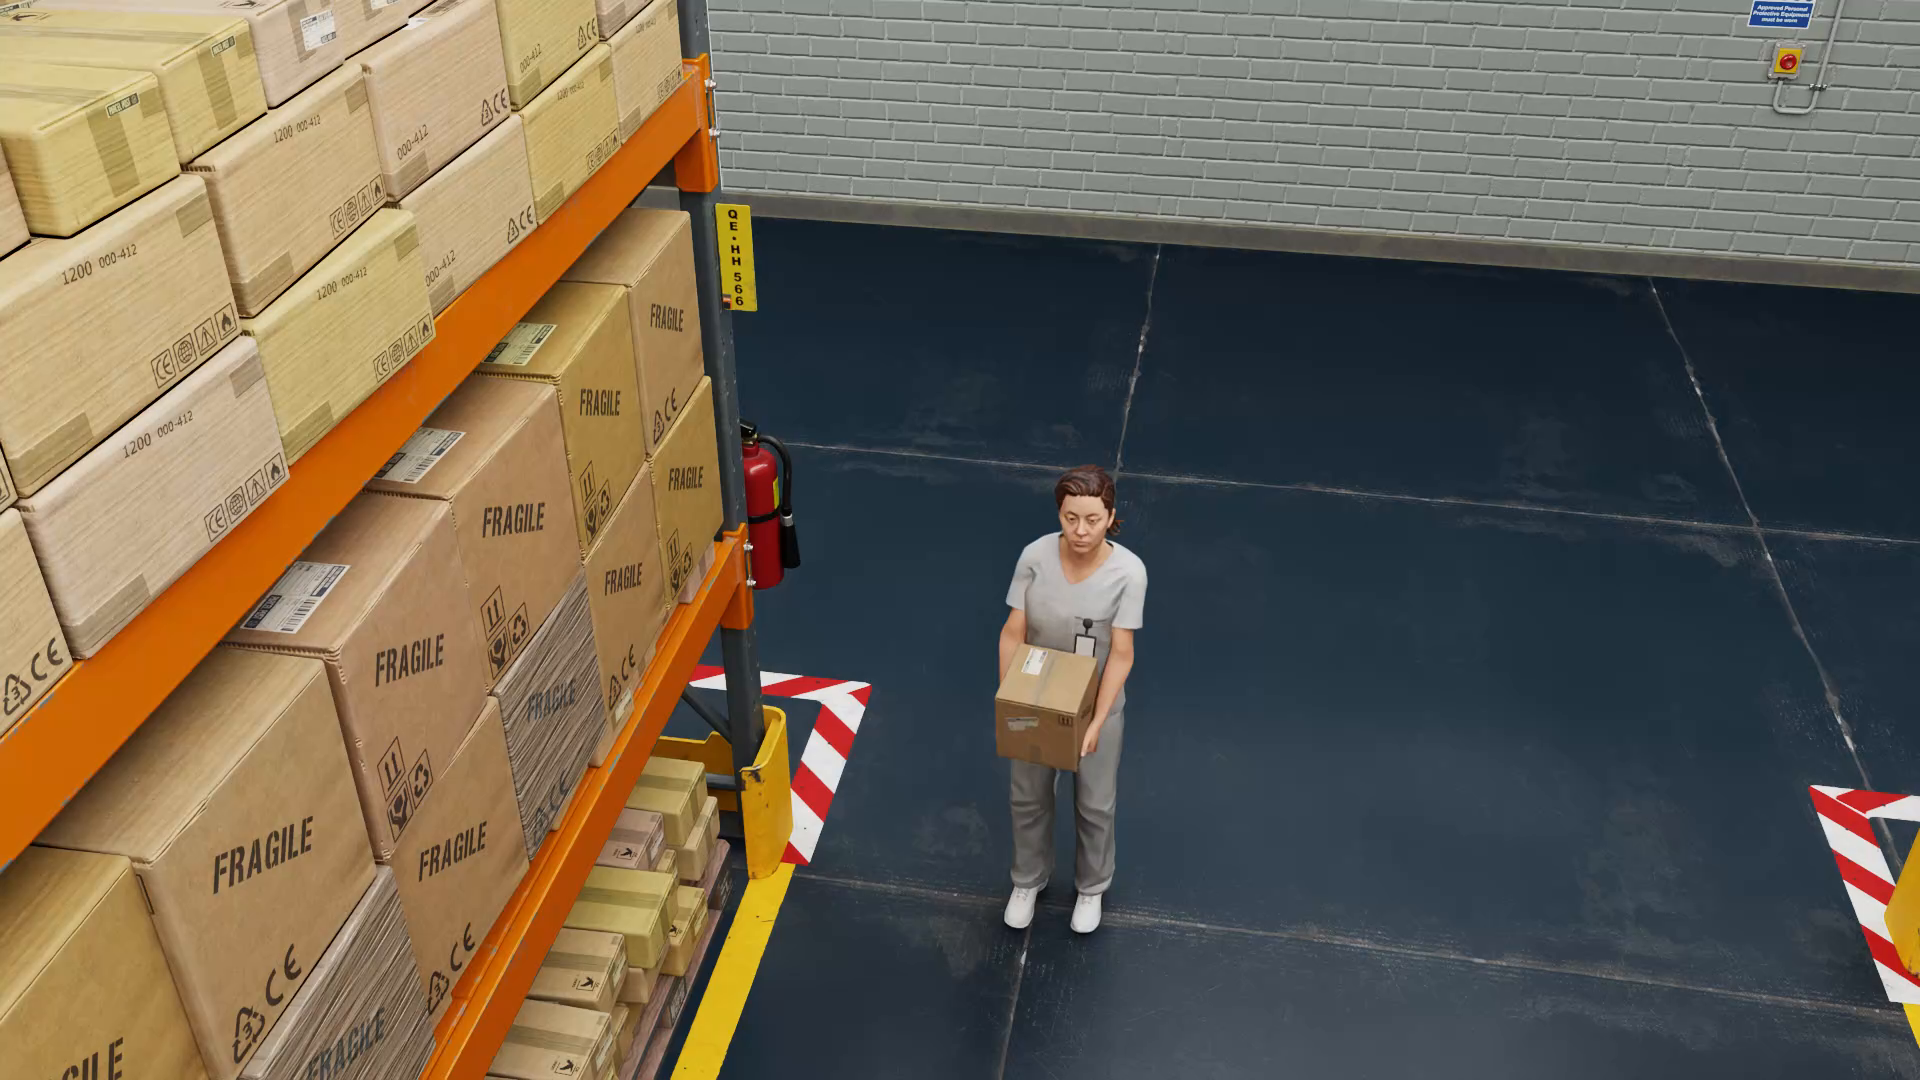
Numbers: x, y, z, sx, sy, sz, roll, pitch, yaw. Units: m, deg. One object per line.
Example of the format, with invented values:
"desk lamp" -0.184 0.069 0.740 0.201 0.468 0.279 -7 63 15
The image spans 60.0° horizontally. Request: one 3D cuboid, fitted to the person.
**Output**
"person" 0.329 0.561 5.273 0.434 1.665 0.535 10 34 16
